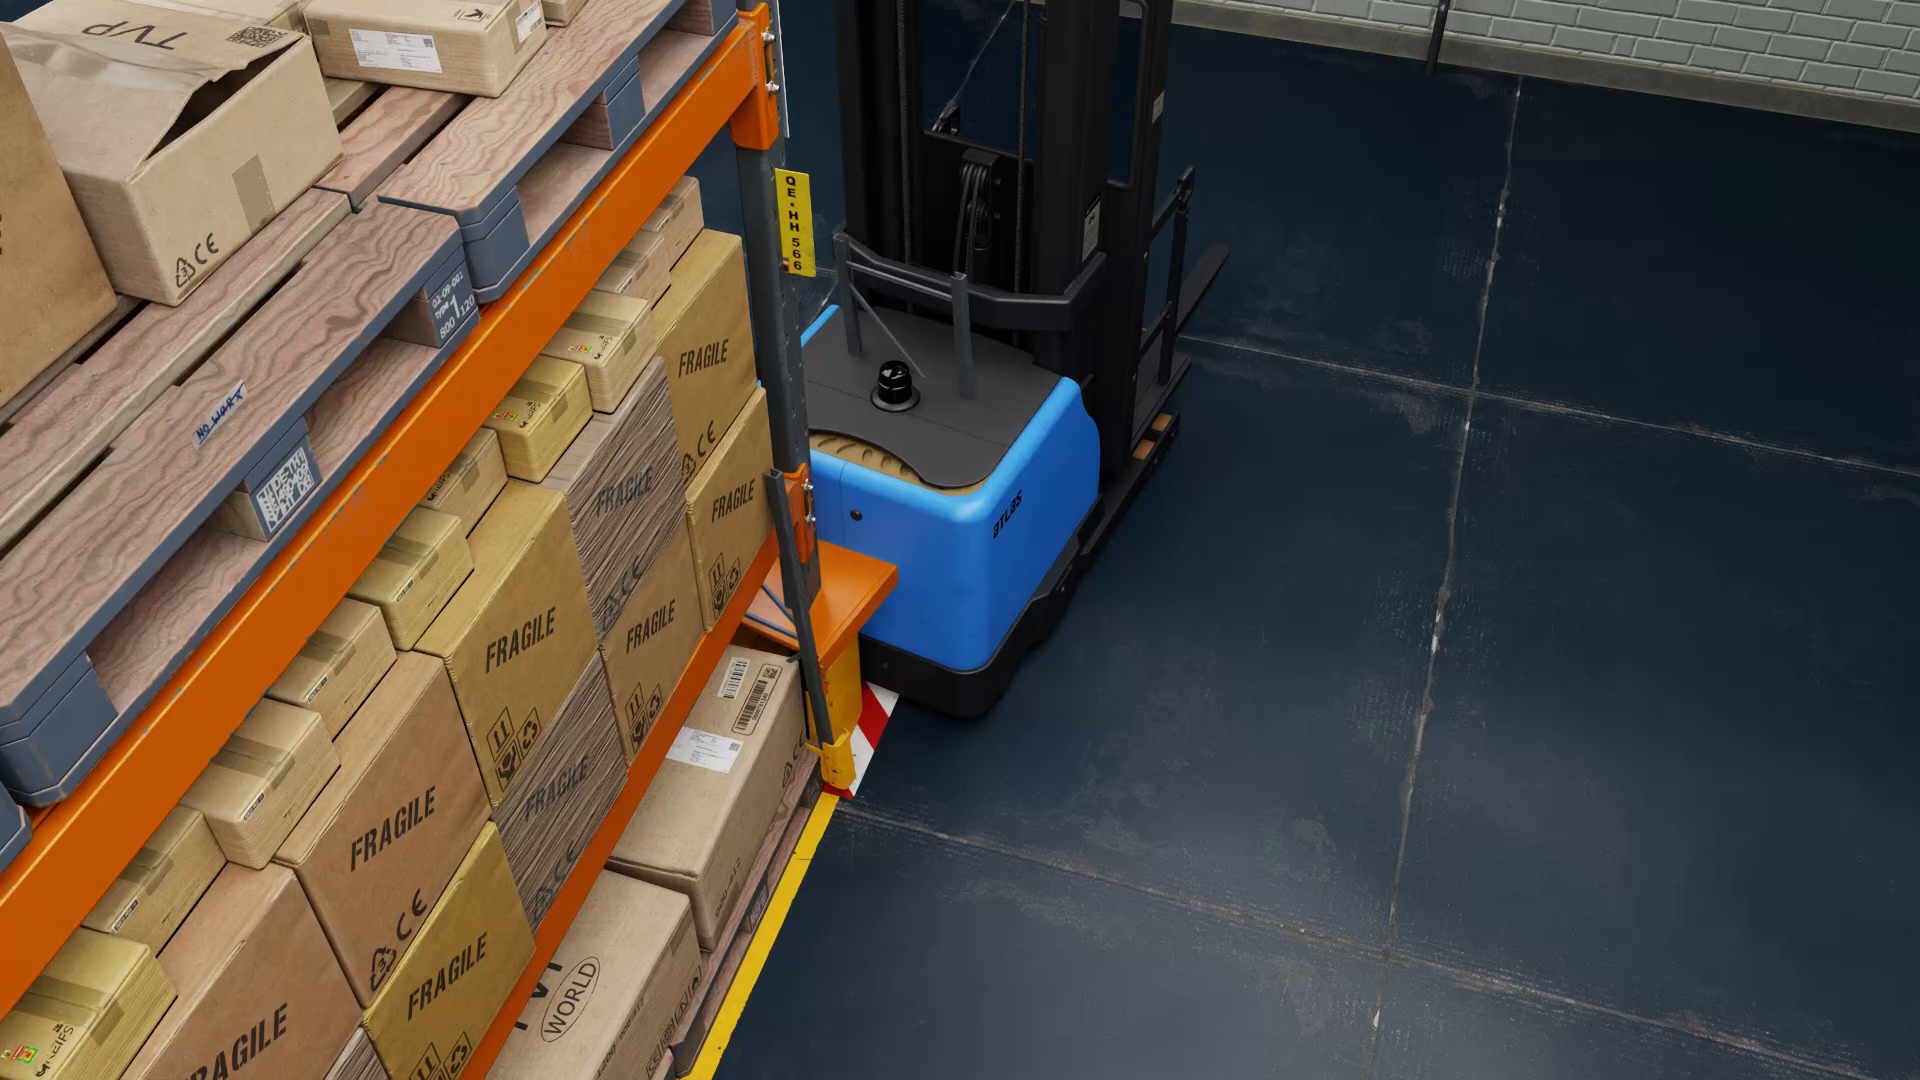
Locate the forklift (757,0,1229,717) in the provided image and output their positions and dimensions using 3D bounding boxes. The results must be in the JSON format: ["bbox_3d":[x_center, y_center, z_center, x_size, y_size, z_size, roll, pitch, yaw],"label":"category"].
[{"bbox_3d":[0.287,-1.440,6.126,1.130,2.935,3.031,20,48,19],"label":"forklift"}]

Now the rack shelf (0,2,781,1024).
[{"bbox_3d":[-1.563,0.042,2.932,1.077,0.370,4.000,13,46,13],"label":"rack shelf"}]

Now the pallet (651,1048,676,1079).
[{"bbox_3d":[-1.497,1.880,4.677,1.003,0.211,1.213,13,46,12],"label":"pallet"}]

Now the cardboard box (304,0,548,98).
[{"bbox_3d":[-1.059,-1.029,3.320,0.380,0.149,0.250,9,45,9],"label":"cardboard box"}]

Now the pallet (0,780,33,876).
[{"bbox_3d":[-1.911,0.606,1.904,1.003,0.211,1.213,13,46,13],"label":"pallet"}]

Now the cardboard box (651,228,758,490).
[{"bbox_3d":[-0.877,-0.498,4.327,0.500,0.500,0.500,14,46,14],"label":"cardboard box"}]

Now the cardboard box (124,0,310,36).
[{"bbox_3d":[-1.507,-0.968,3.258,0.380,0.149,0.250,14,46,14],"label":"cardboard box"}]

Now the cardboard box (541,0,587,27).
[{"bbox_3d":[-1.008,-1.362,3.588,0.500,0.250,0.500,9,45,9],"label":"cardboard box"}]

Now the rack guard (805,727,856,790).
[{"bbox_3d":[-0.635,0.662,5.831,0.587,0.250,0.087,22,52,23],"label":"rack guard"}]

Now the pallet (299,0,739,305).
[{"bbox_3d":[-1.173,-1.020,3.566,1.003,0.211,1.213,13,46,13],"label":"pallet"}]

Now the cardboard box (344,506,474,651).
[{"bbox_3d":[-1.210,0.043,3.312,0.380,0.149,0.250,14,46,13],"label":"cardboard box"}]

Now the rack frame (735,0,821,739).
[{"bbox_3d":[-0.958,-0.476,5.092,1.000,3.000,0.127,13,46,13],"label":"rack frame"}]

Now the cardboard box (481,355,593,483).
[{"bbox_3d":[-1.043,-0.296,3.658,0.380,0.149,0.250,14,46,13],"label":"cardboard box"}]

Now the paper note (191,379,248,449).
[{"bbox_3d":[-1.039,-0.176,2.338,0.006,0.032,0.123,13,46,13],"label":"paper note"}]

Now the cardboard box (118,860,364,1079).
[{"bbox_3d":[-1.469,0.856,2.944,0.500,0.500,0.500,13,46,13],"label":"cardboard box"}]

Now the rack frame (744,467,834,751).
[{"bbox_3d":[-0.682,0.246,5.367,0.500,1.500,0.032,22,52,23],"label":"rack frame"}]

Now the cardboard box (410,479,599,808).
[{"bbox_3d":[-1.160,0.186,3.629,0.500,0.500,0.500,12,46,12],"label":"cardboard box"}]

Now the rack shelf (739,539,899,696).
[{"bbox_3d":[-0.409,0.043,5.785,0.538,0.185,1.000,22,52,23],"label":"rack shelf"}]

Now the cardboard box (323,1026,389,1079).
[{"bbox_3d":[-1.464,1.232,3.275,0.500,0.500,0.500,13,46,13],"label":"cardboard box"}]

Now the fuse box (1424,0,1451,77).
[{"bbox_3d":[2.685,-3.237,8.835,0.539,1.711,0.414,13,46,13],"label":"fuse box"}]

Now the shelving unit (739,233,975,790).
[{"bbox_3d":[-0.414,-0.086,5.660,0.587,1.500,1.083,22,52,23],"label":"shelving unit"}]

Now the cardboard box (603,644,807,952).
[{"bbox_3d":[-1.062,0.750,5.370,0.875,0.438,0.875,11,45,11],"label":"cardboard box"}]

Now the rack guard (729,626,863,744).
[{"bbox_3d":[-0.951,0.401,5.983,1.175,0.500,0.348,13,46,13],"label":"rack guard"}]

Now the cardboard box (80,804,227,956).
[{"bbox_3d":[-1.487,0.548,2.796,0.380,0.149,0.250,12,46,12],"label":"cardboard box"}]

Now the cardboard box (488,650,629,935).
[{"bbox_3d":[-1.164,0.542,3.980,0.500,0.500,0.500,14,46,14],"label":"cardboard box"}]

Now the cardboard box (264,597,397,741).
[{"bbox_3d":[-1.307,0.214,3.137,0.380,0.149,0.250,14,46,14],"label":"cardboard box"}]

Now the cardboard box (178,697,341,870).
[{"bbox_3d":[-1.347,0.398,2.948,0.380,0.149,0.250,13,46,13],"label":"cardboard box"}]

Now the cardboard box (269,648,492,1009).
[{"bbox_3d":[-1.314,0.521,3.287,0.500,0.500,0.500,12,46,12],"label":"cardboard box"}]

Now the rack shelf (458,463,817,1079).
[{"bbox_3d":[-1.563,1.114,3.981,1.077,0.370,4.000,13,46,13],"label":"rack shelf"}]

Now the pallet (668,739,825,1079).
[{"bbox_3d":[-1.125,1.070,5.506,1.003,0.211,1.213,13,46,13],"label":"pallet"}]

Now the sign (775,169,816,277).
[{"bbox_3d":[-0.445,-0.851,4.477,0.100,0.325,0.005,13,46,13],"label":"sign"}]

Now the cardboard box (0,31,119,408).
[{"bbox_3d":[-1.711,-0.458,2.485,0.500,0.500,0.500,13,46,13],"label":"cardboard box"}]

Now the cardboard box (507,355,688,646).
[{"bbox_3d":[-1.007,-0.143,3.965,0.500,0.500,0.500,13,46,13],"label":"cardboard box"}]

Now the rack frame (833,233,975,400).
[{"bbox_3d":[-0.156,-0.407,5.943,0.500,1.500,0.032,22,52,23],"label":"rack frame"}]

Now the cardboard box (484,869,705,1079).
[{"bbox_3d":[-1.332,1.362,4.745,0.875,0.438,0.875,14,46,14],"label":"cardboard box"}]

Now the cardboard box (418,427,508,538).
[{"bbox_3d":[-1.190,-0.137,3.495,0.380,0.149,0.250,12,46,12],"label":"cardboard box"}]

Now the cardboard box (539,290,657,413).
[{"bbox_3d":[-0.928,-0.455,3.821,0.380,0.149,0.250,12,46,12],"label":"cardboard box"}]

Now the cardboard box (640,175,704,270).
[{"bbox_3d":[-0.876,-0.820,4.193,0.380,0.149,0.250,13,46,13],"label":"cardboard box"}]

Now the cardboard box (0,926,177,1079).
[{"bbox_3d":[-1.485,0.732,2.607,0.380,0.149,0.250,11,46,11],"label":"cardboard box"}]

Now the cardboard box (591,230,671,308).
[{"bbox_3d":[-0.930,-0.645,4.015,0.380,0.149,0.250,13,46,13],"label":"cardboard box"}]

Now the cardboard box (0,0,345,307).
[{"bbox_3d":[-1.459,-0.715,2.883,0.500,0.311,0.500,13,46,13],"label":"cardboard box"}]

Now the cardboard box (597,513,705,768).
[{"bbox_3d":[-1.018,0.197,4.333,0.500,0.500,0.500,12,46,12],"label":"cardboard box"}]

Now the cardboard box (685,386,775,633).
[{"bbox_3d":[-0.852,-0.134,4.671,0.500,0.500,0.500,13,46,13],"label":"cardboard box"}]

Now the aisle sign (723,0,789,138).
[{"bbox_3d":[-0.641,-1.388,4.165,0.394,0.787,0.004,13,46,13],"label":"aisle sign"}]

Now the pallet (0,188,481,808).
[{"bbox_3d":[-1.540,-0.204,2.733,1.003,0.211,1.213,13,46,13],"label":"pallet"}]

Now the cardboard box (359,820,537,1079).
[{"bbox_3d":[-1.308,0.889,3.626,0.500,0.500,0.500,14,46,14],"label":"cardboard box"}]
